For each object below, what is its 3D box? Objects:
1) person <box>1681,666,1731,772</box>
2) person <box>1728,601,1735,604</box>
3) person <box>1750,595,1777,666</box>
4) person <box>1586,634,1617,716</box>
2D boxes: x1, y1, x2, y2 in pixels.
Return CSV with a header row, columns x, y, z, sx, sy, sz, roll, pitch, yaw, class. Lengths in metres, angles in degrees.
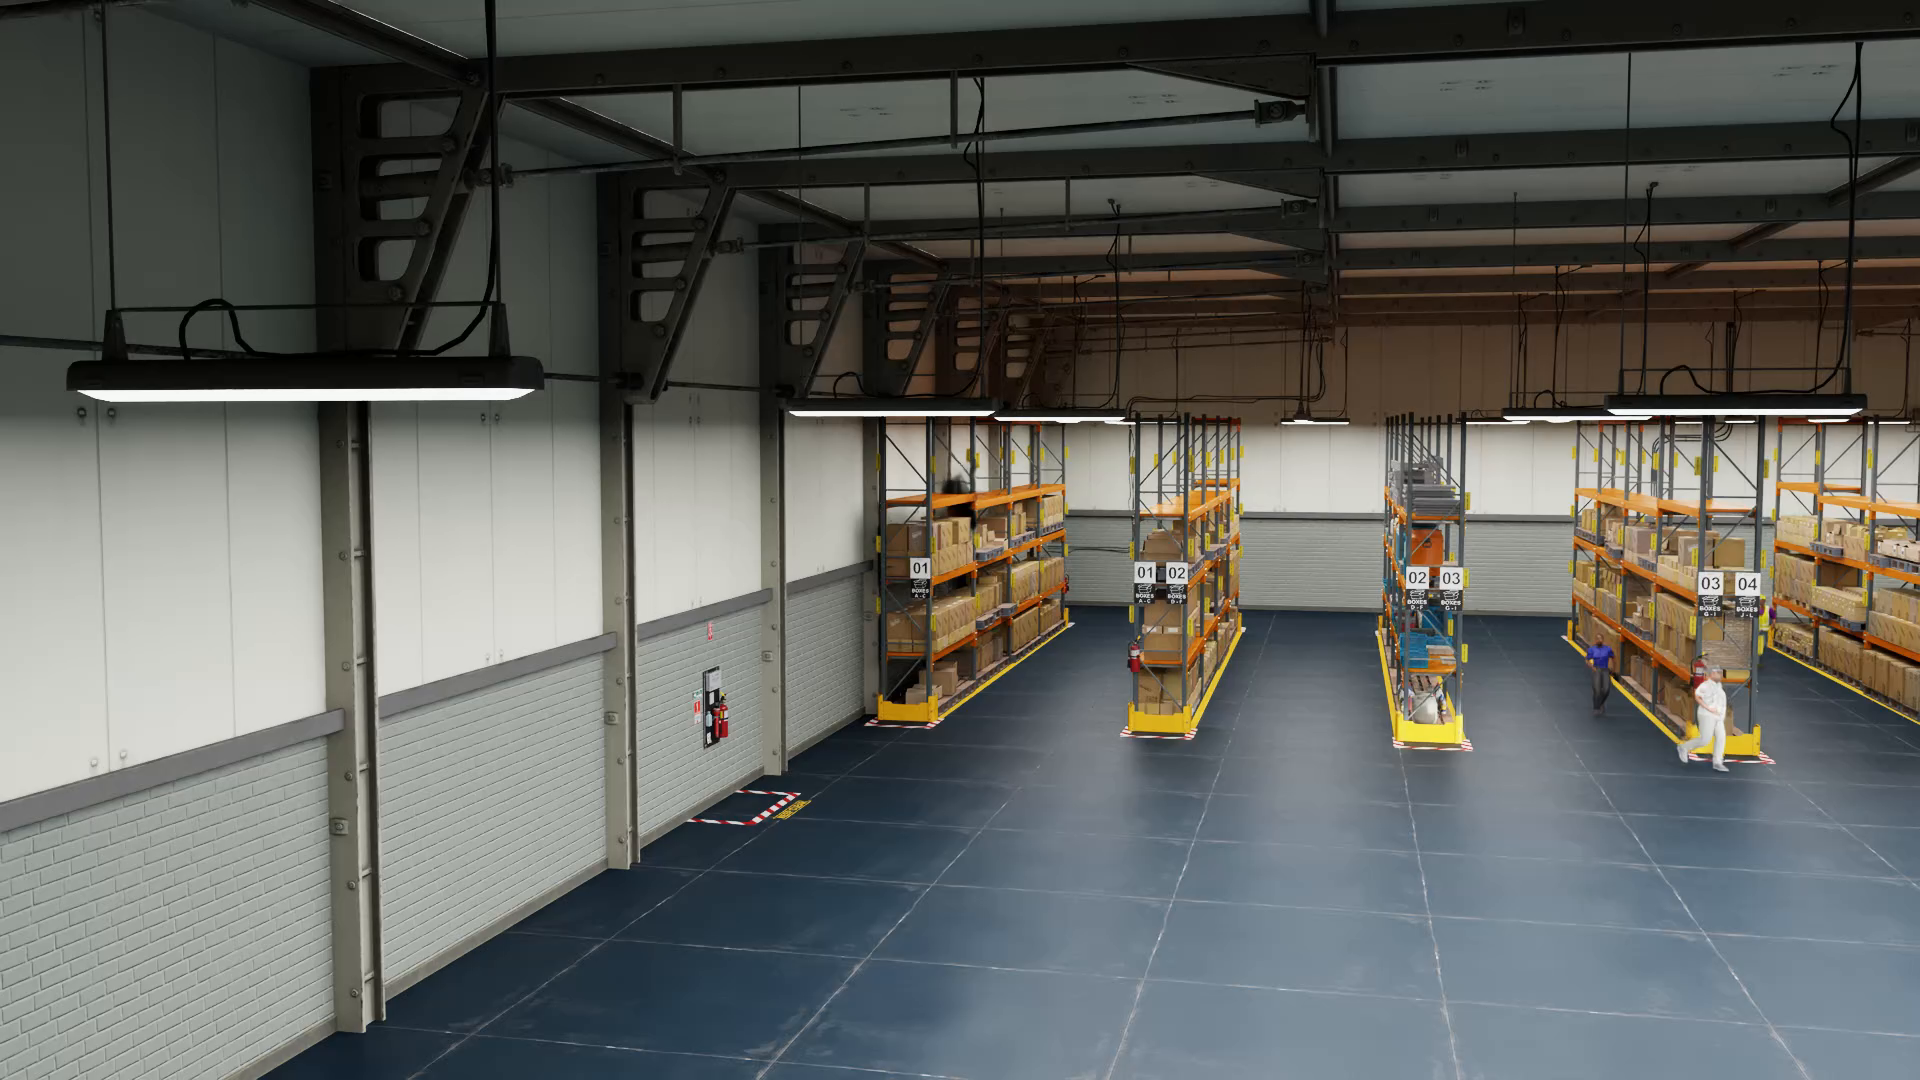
x,y,z,sx,sy,sz,roll,pitch,yaw,class
12.672,2.969,27.938,0.719,1.729,0.839,-3,5,-35,person
20.000,1.979,43.434,0.699,1.623,0.529,1,4,19,person
19.146,2.164,39.729,0.705,1.729,0.582,1,4,11,person
12.749,2.678,33.052,0.588,1.628,0.628,1,4,16,person
